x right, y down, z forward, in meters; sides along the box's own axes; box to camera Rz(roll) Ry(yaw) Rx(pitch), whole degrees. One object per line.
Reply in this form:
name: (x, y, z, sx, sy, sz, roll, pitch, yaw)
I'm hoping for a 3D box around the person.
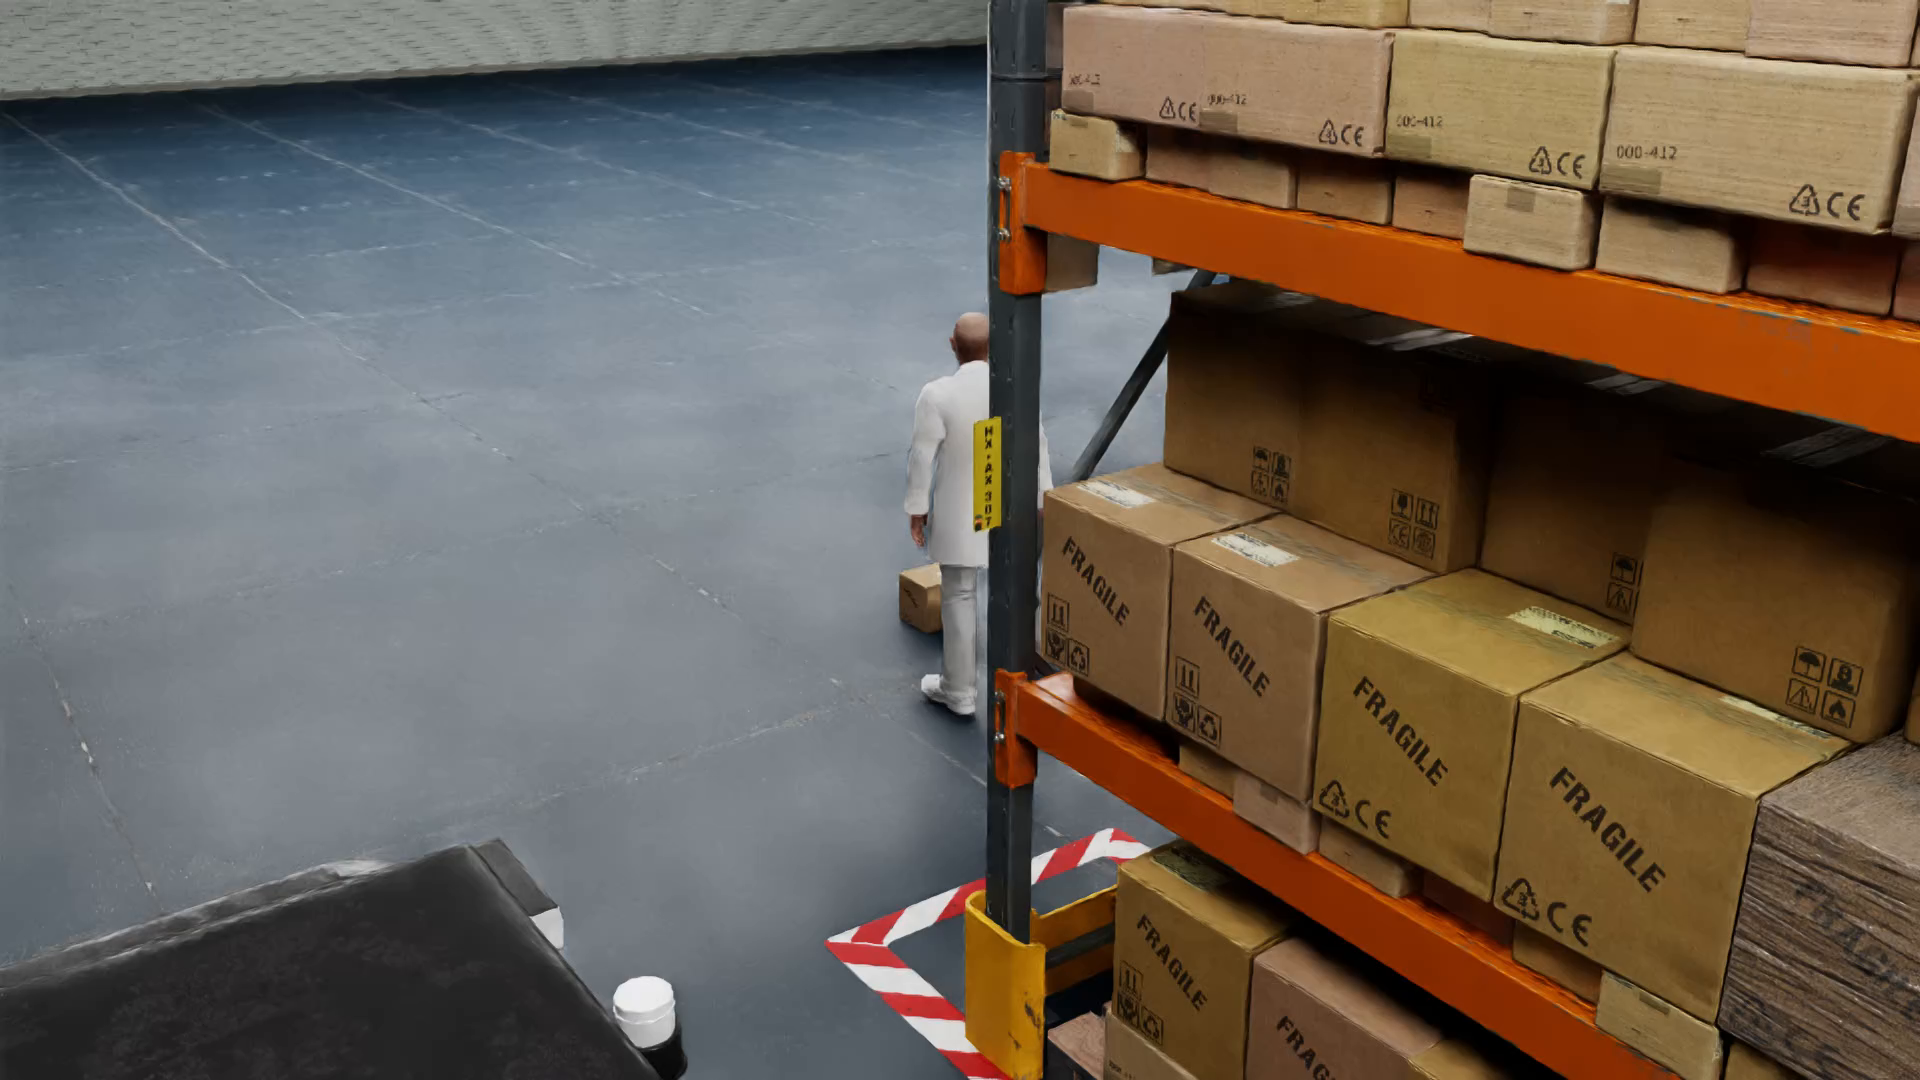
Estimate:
person: (0.107, -0.173, 7.499, 0.749, 1.770, 0.733, -4, 21, -10)
